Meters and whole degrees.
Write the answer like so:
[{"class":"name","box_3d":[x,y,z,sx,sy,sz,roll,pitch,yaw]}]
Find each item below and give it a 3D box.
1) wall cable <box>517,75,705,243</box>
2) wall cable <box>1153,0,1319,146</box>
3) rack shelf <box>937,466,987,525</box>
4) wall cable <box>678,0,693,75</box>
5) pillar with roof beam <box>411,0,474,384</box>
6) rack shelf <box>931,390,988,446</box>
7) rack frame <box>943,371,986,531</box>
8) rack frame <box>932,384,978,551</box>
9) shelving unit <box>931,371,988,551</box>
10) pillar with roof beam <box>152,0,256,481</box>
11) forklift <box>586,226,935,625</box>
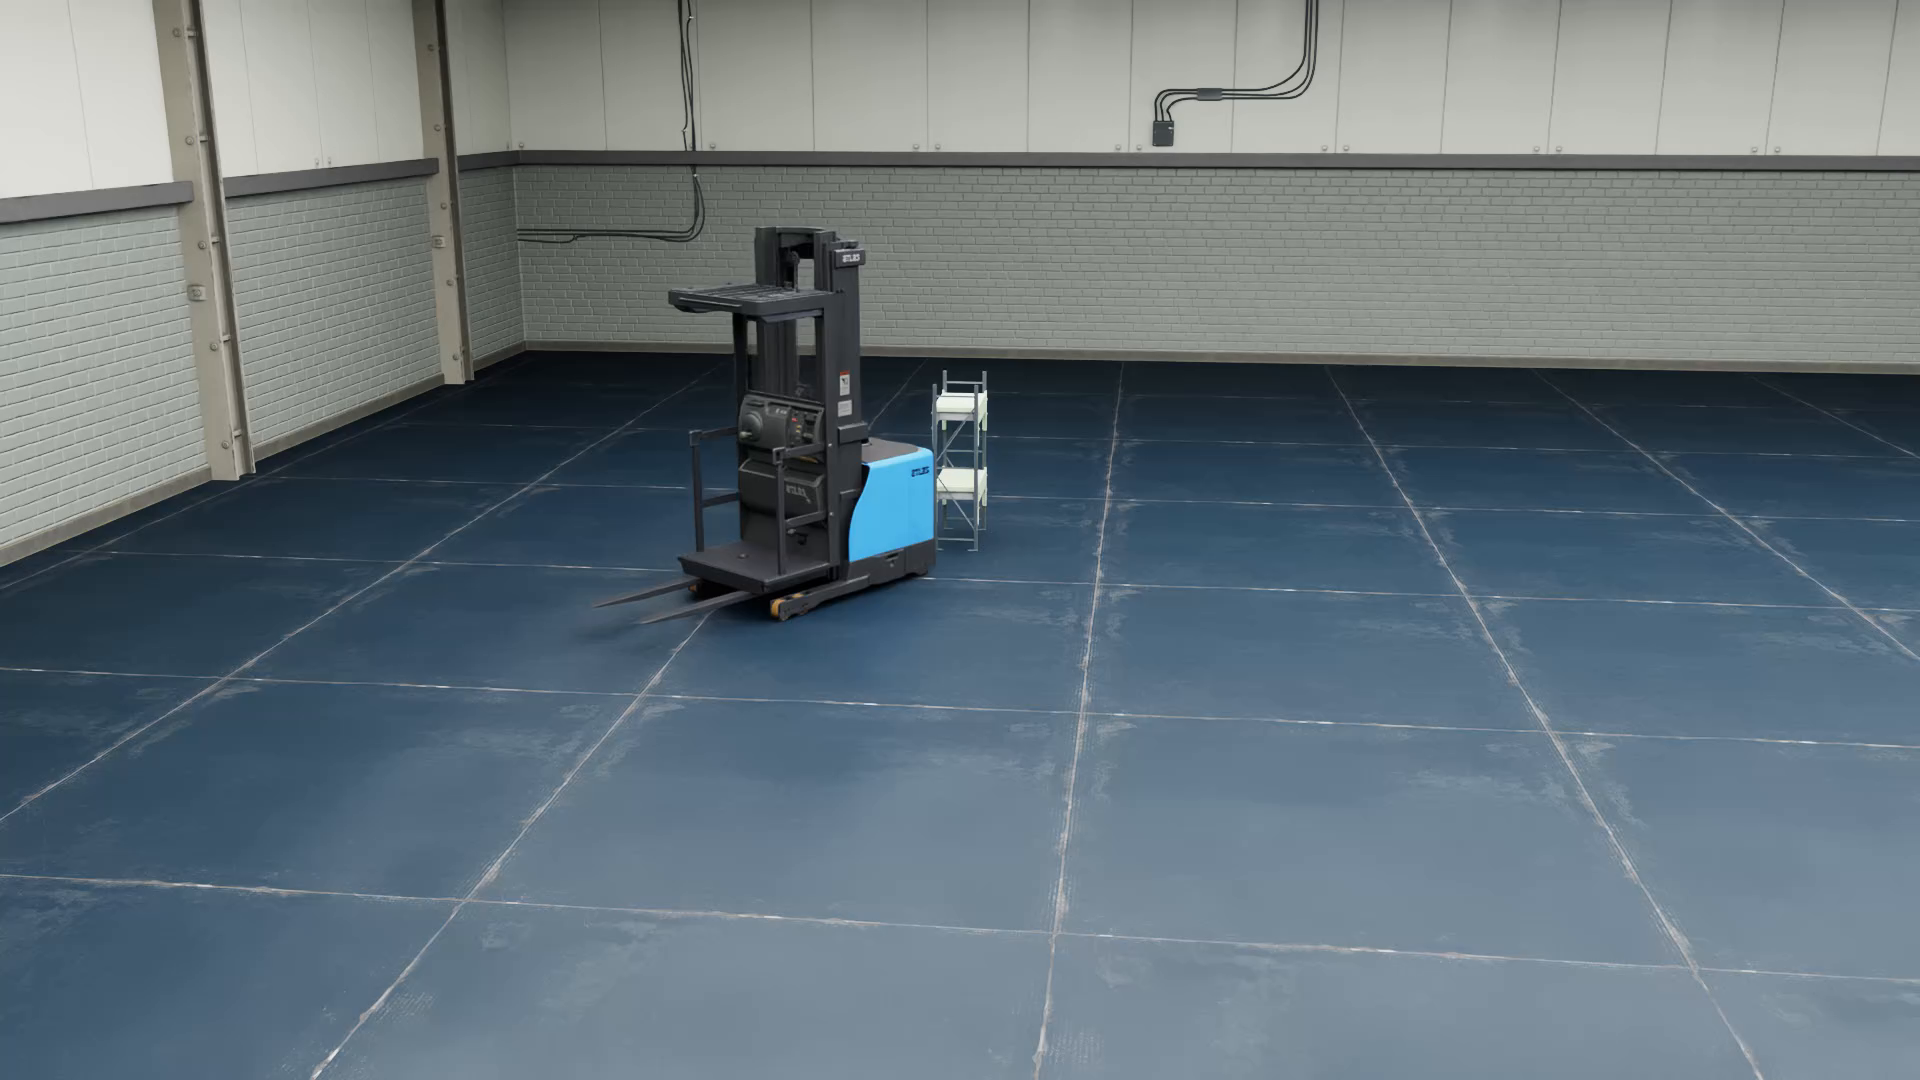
[{"class":"wall cable","box_3d":[-5.454,-5.811,25.451,3.097,2.526,0.112,2,15,6]},{"class":"wall cable","box_3d":[3.977,-8.668,23.552,2.305,6.003,0.169,2,15,6]},{"class":"rack shelf","box_3d":[0.001,-0.411,15.146,0.431,0.370,0.720,2,15,6]},{"class":"wall cable","box_3d":[-2.766,-8.170,24.497,3.097,2.526,0.112,2,15,6]},{"class":"pillar with roof beam","box_3d":[-2.822,-6.458,21.895,9.100,9.000,0.400,2,15,6]},{"class":"rack shelf","box_3d":[0.001,-1.102,14.959,0.431,0.370,0.720,2,15,6]},{"class":"rack frame","box_3d":[0.042,-0.821,15.412,0.400,1.500,0.023,2,15,6]},{"class":"rack frame","box_3d":[-0.041,-0.631,14.710,0.400,1.500,0.023,2,15,6]},{"class":"shelving unit","box_3d":[0.001,-0.726,15.061,0.431,1.500,0.755,2,15,6]},{"class":"pillar with roof beam","box_3d":[-3.499,-4.902,16.140,9.100,9.000,0.400,2,15,6]},{"class":"forklift","box_3d":[-1.569,-0.939,13.108,1.130,2.935,3.031,13,20,40]}]
